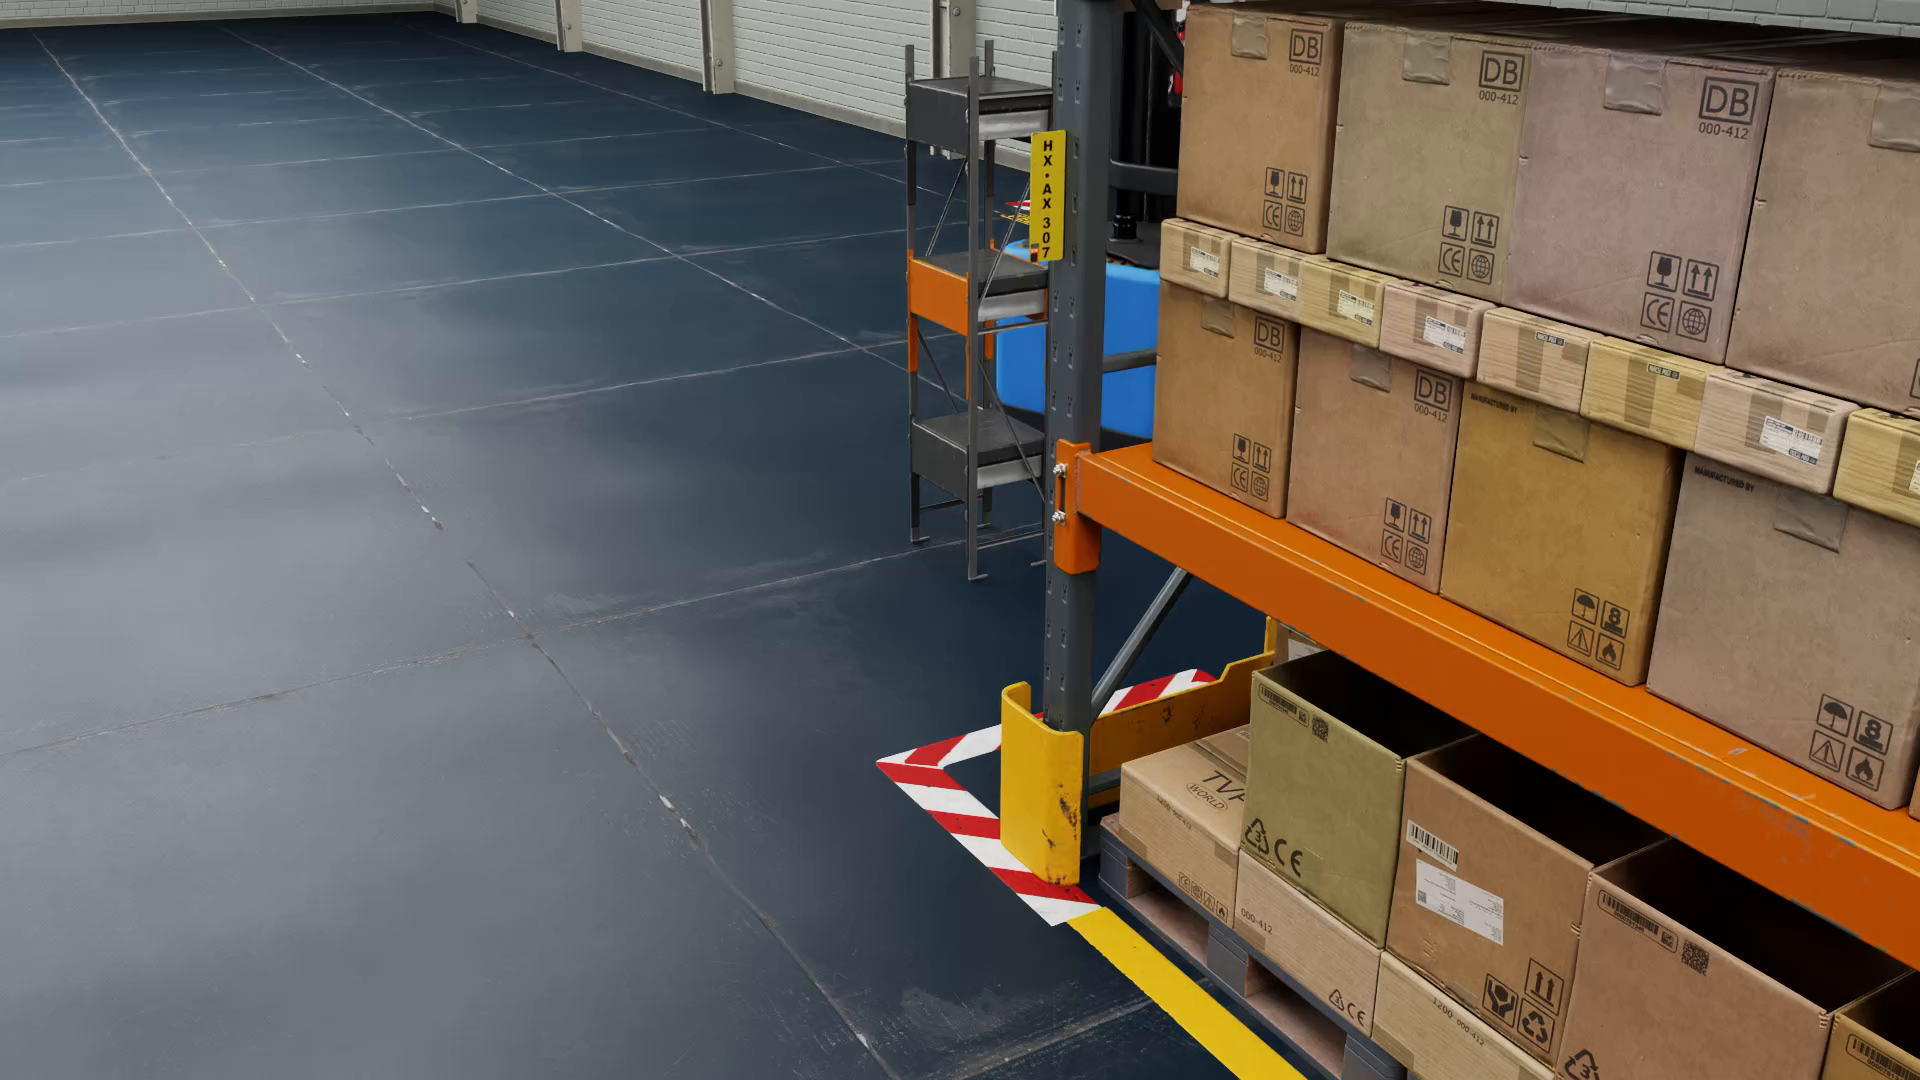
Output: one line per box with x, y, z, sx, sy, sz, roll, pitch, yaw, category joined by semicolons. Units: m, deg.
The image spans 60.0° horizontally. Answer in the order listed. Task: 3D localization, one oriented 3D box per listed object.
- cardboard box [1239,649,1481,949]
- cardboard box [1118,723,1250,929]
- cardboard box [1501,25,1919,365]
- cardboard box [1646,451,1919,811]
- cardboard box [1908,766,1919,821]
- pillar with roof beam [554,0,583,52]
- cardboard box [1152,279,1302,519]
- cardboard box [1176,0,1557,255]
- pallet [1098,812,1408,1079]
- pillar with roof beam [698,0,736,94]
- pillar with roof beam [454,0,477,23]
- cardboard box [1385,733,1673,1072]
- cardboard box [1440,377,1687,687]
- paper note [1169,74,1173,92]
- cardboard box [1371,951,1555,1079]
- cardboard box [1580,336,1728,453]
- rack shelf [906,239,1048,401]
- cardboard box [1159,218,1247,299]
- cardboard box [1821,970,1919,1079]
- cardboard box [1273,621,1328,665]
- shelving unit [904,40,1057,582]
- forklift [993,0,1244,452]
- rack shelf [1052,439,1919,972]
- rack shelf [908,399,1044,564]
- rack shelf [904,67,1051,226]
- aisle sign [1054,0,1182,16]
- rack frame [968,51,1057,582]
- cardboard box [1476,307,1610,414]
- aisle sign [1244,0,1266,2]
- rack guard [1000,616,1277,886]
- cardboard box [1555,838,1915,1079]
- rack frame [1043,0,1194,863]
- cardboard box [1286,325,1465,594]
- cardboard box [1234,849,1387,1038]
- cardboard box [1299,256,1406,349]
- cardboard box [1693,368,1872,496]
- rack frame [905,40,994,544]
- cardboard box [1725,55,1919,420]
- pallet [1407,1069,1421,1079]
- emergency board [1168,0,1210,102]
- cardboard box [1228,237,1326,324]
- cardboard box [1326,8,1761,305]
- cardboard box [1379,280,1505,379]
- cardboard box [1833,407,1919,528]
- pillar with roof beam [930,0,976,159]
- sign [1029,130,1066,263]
1.041;0.576;4.009;0.500;0.500;0.500;-13;25;-28;cardboard box
0.783;0.762;4.547;0.500;0.250;0.500;-13;25;-28;cardboard box
1.487;-0.678;3.140;0.700;0.500;0.500;-12;25;-28;cardboard box
1.721;0.074;3.012;0.700;0.500;0.500;-12;25;-27;cardboard box
1.984;0.240;2.605;0.700;0.500;0.500;-12;25;-27;cardboard box
-9.902;-11.148;22.787;9.100;9.000;0.400;-13;25;-28;pillar with roof beam
0.928;-0.426;4.244;0.700;0.500;0.500;-13;25;-28;cardboard box
0.955;-1.010;3.958;0.700;0.500;0.500;-13;25;-28;cardboard box
1.127;0.998;4.577;1.003;0.211;1.213;-13;25;-28;pallet
-6.837;-9.205;18.008;9.100;9.000;0.400;-13;25;-28;pillar with roof beam
-12.967;-13.090;27.565;9.100;9.000;0.400;-13;25;-28;pillar with roof beam
1.307;0.735;3.616;0.500;0.500;0.500;-13;25;-28;cardboard box
1.449;-0.095;3.430;0.700;0.500;0.500;-12;25;-28;cardboard box
1.733;-3.840;13.944;0.016;0.148;0.142;-13;25;-28;paper note
1.297;1.085;3.752;0.500;0.250;0.500;-13;25;-28;cardboard box
1.376;-0.296;3.061;0.380;0.149;0.250;-13;25;-29;cardboard box
0.085;-0.906;6.789;0.431;0.518;0.480;-13;25;-28;rack shelf
0.716;-0.712;4.085;0.380;0.149;0.250;-13;25;-29;cardboard box
1.815;1.060;2.819;0.500;0.500;0.500;-13;25;-28;cardboard box
1.231;0.315;4.652;0.500;0.500;0.500;-13;25;-28;cardboard box
0.085;-0.919;6.784;0.431;2.100;0.503;-13;25;-28;shelving unit
1.490;-2.073;8.519;1.130;2.935;3.031;17;28;36;forklift
1.722;0.447;3.183;1.077;0.370;4.000;-13;25;-28;rack shelf
0.085;-0.258;7.053;0.431;0.518;0.480;-13;25;-28;rack shelf
0.085;-1.555;6.526;0.431;0.518;0.480;-13;25;-28;rack shelf
0.404;-1.700;4.059;0.394;0.787;0.004;-13;25;-28;aisle sign
0.209;-0.840;6.590;0.400;2.100;0.015;-13;25;-28;rack frame
1.245;-0.378;3.264;0.380;0.149;0.250;-14;26;-30;cardboard box
0.920;-1.816;4.343;0.394;0.787;0.004;-13;25;-28;aisle sign
0.689;0.617;5.131;1.175;0.500;0.348;-13;25;-28;rack guard
1.547;0.901;3.210;0.500;0.500;0.500;-13;25;-28;cardboard box
0.701;-0.534;4.641;1.000;3.000;0.127;-13;25;-28;rack frame
1.201;-0.257;3.828;0.700;0.500;0.500;-12;25;-27;cardboard box
1.042;0.923;4.151;0.500;0.250;0.500;-13;25;-28;cardboard box
0.980;-0.546;3.677;0.380;0.149;0.250;-12;25;-28;cardboard box
1.501;-0.214;2.861;0.380;0.149;0.250;-12;25;-28;cardboard box
-0.040;-0.998;6.979;0.400;2.100;0.015;-13;25;-28;rack frame
1.743;-0.516;2.741;0.700;0.500;0.500;-13;25;-28;cardboard box
1.747;1.392;3.606;1.003;0.211;1.213;-13;25;-28;pallet
1.764;-4.177;13.604;0.194;1.169;0.643;-13;25;-28;emergency board
0.853;-0.627;3.876;0.380;0.149;0.250;-13;26;-30;cardboard box
1.229;-0.841;3.541;0.700;0.500;0.500;-13;26;-30;cardboard box
1.107;-0.464;3.475;0.380;0.149;0.250;-13;26;-29;cardboard box
1.635;-0.129;2.651;0.380;0.149;0.250;-12;25;-27;cardboard box
-3.772;-7.263;13.230;9.100;9.000;0.400;-13;25;-28;pillar with roof beam
0.221;-0.867;4.205;0.100;0.325;0.005;-13;25;-28;sign
